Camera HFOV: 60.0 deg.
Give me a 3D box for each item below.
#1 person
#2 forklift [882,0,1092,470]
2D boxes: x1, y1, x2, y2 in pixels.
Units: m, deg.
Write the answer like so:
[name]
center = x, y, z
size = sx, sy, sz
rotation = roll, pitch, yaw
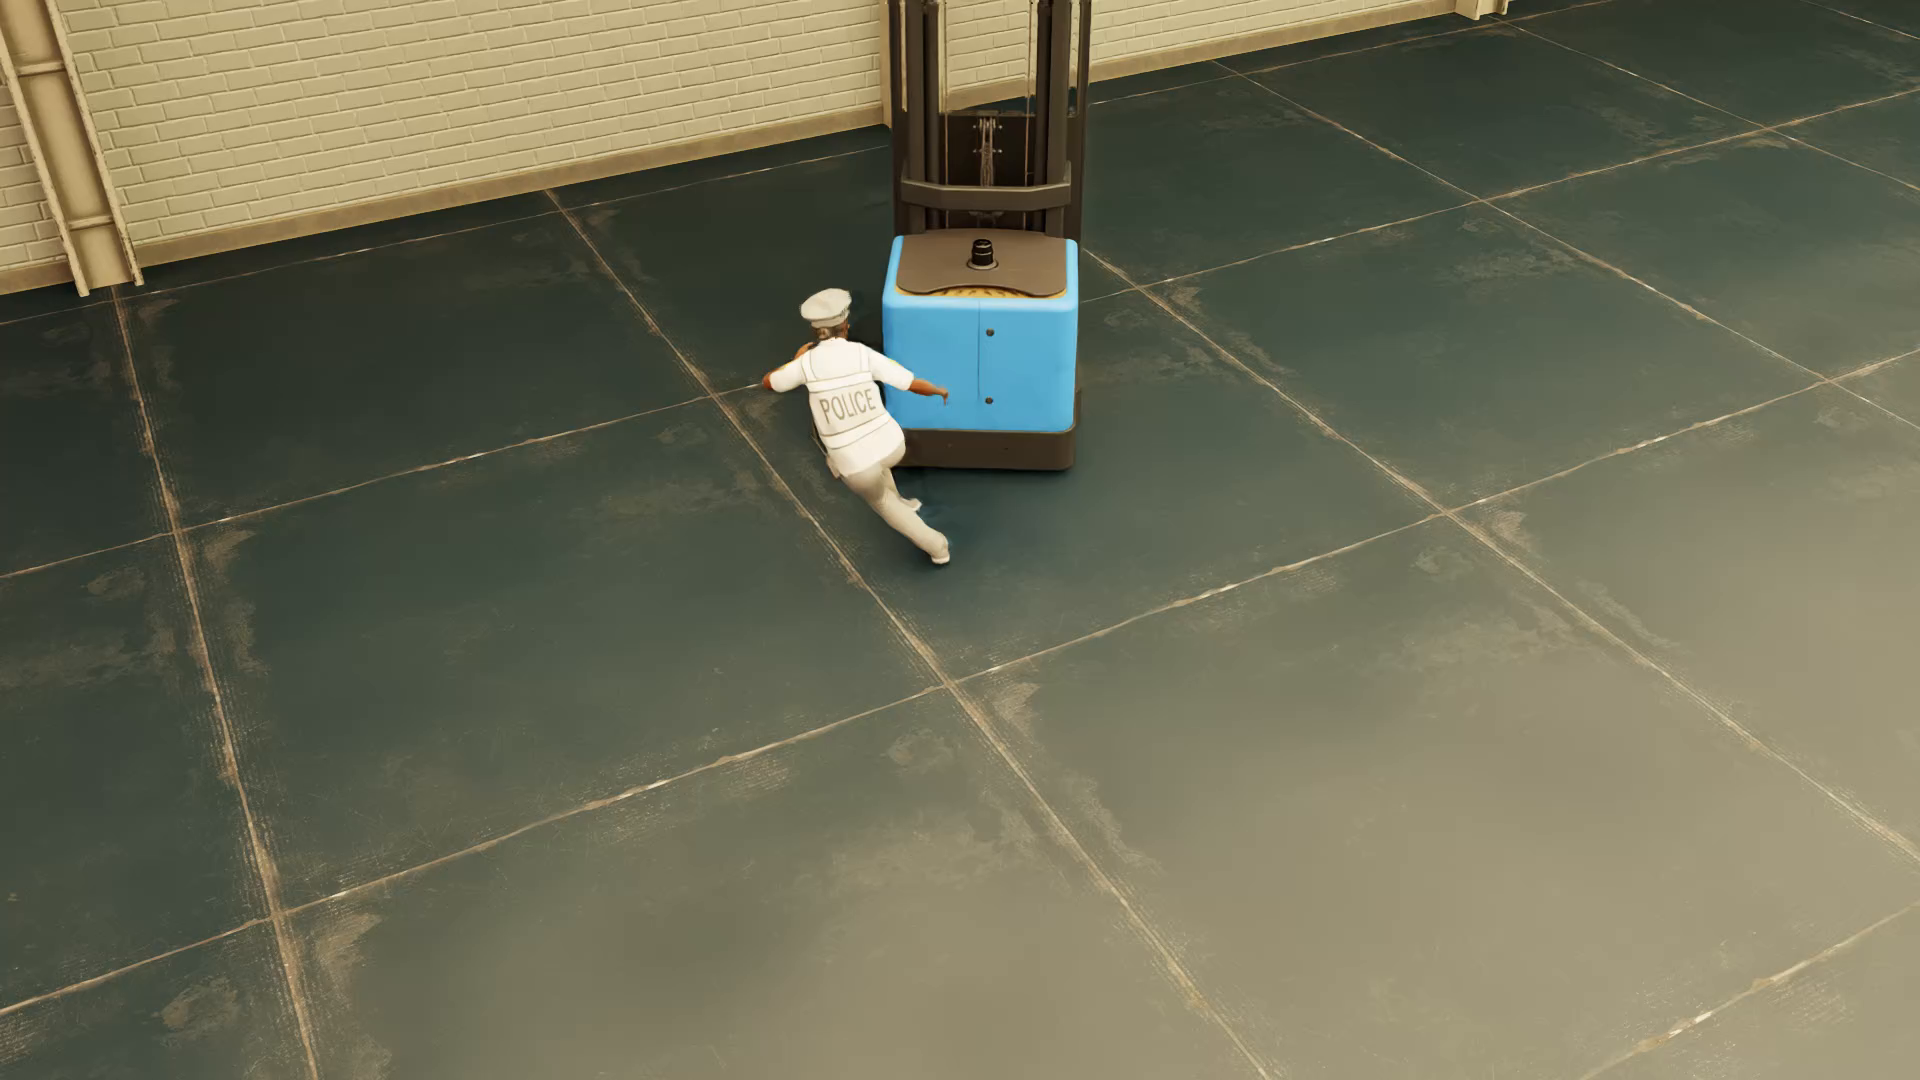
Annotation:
[person]
center = -0.469, -0.559, 8.232
size = 0.899, 1.432, 0.848
rotation = -15, 38, -21
[forklift]
center = 0.174, -2.402, 9.521
size = 1.130, 2.935, 3.031
rotation = 2, 35, 2
